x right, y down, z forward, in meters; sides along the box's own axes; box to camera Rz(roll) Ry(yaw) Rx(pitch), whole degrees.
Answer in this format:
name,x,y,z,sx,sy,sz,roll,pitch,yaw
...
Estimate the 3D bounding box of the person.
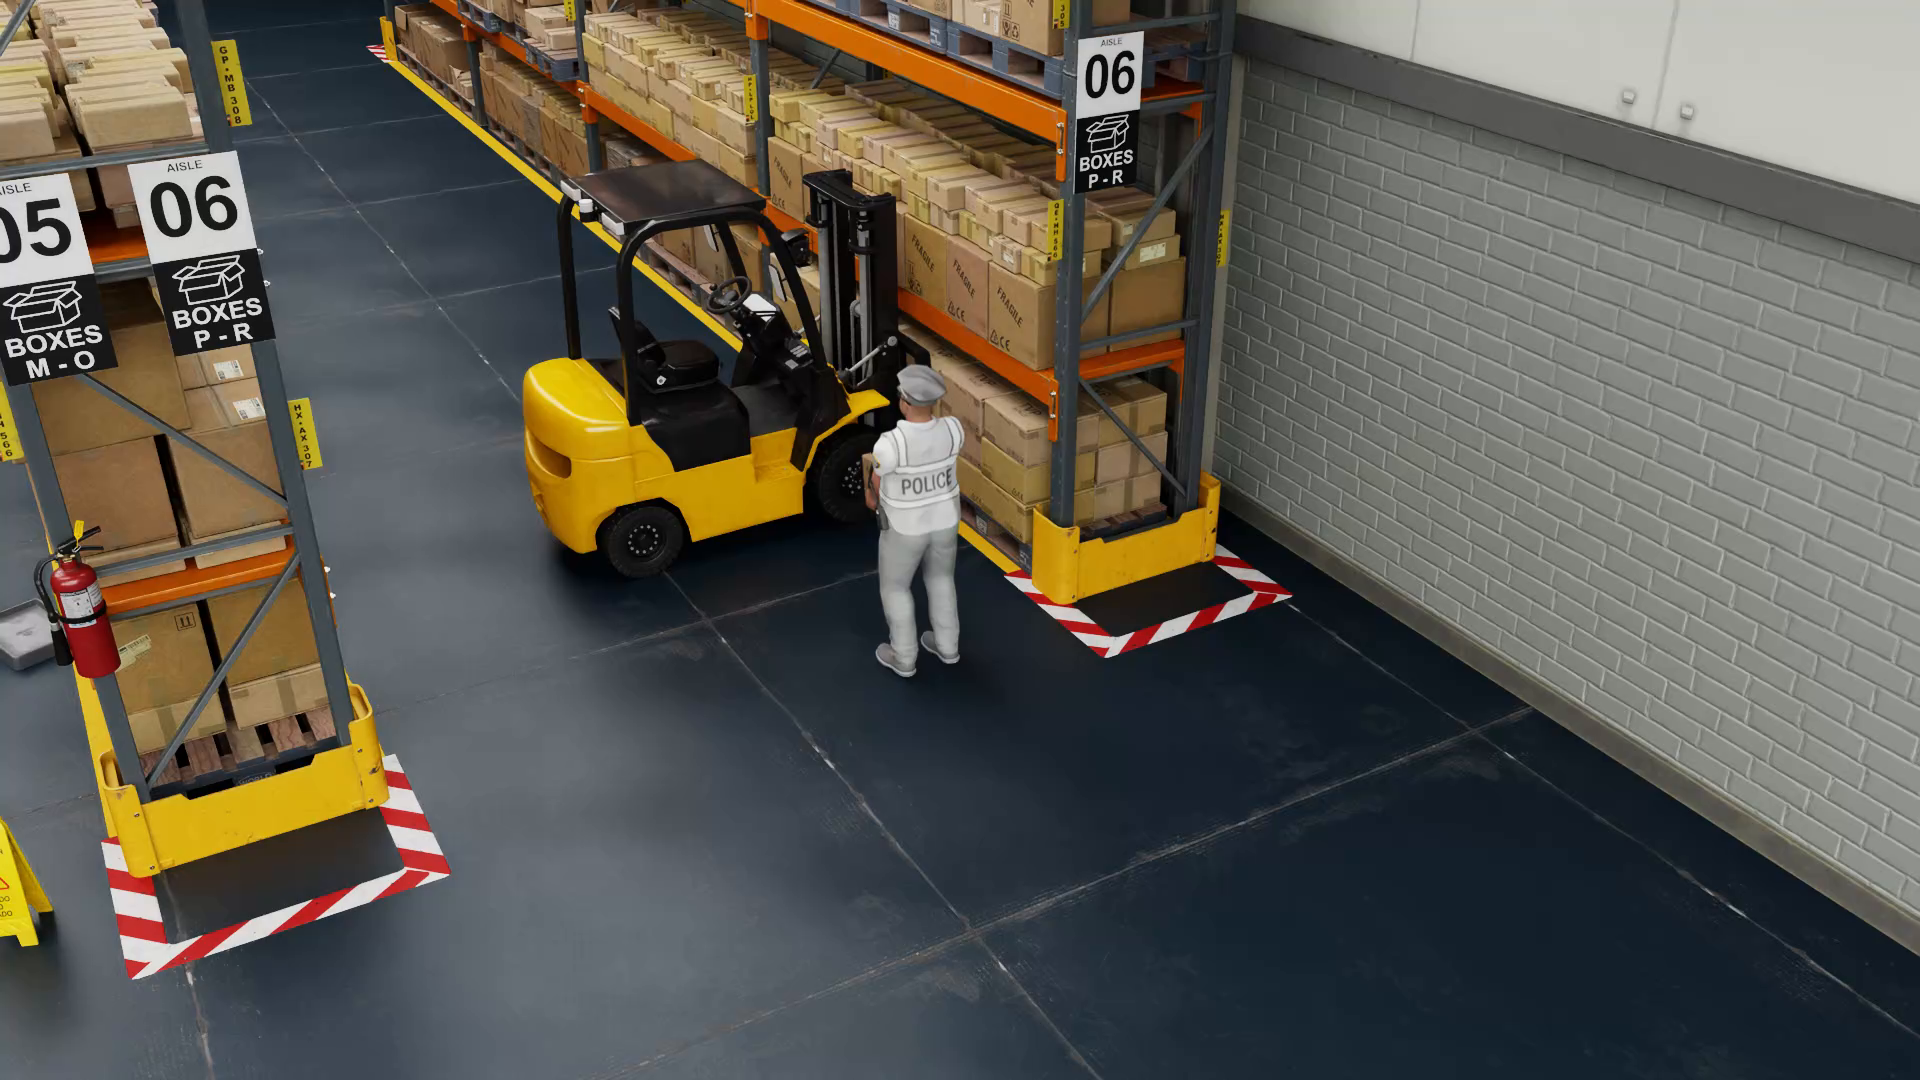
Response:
name,x,y,z,sx,sy,sz,roll,pitch,yaw
person,-0.267,-0.135,8.787,0.494,1.767,0.556,-15,32,-25
